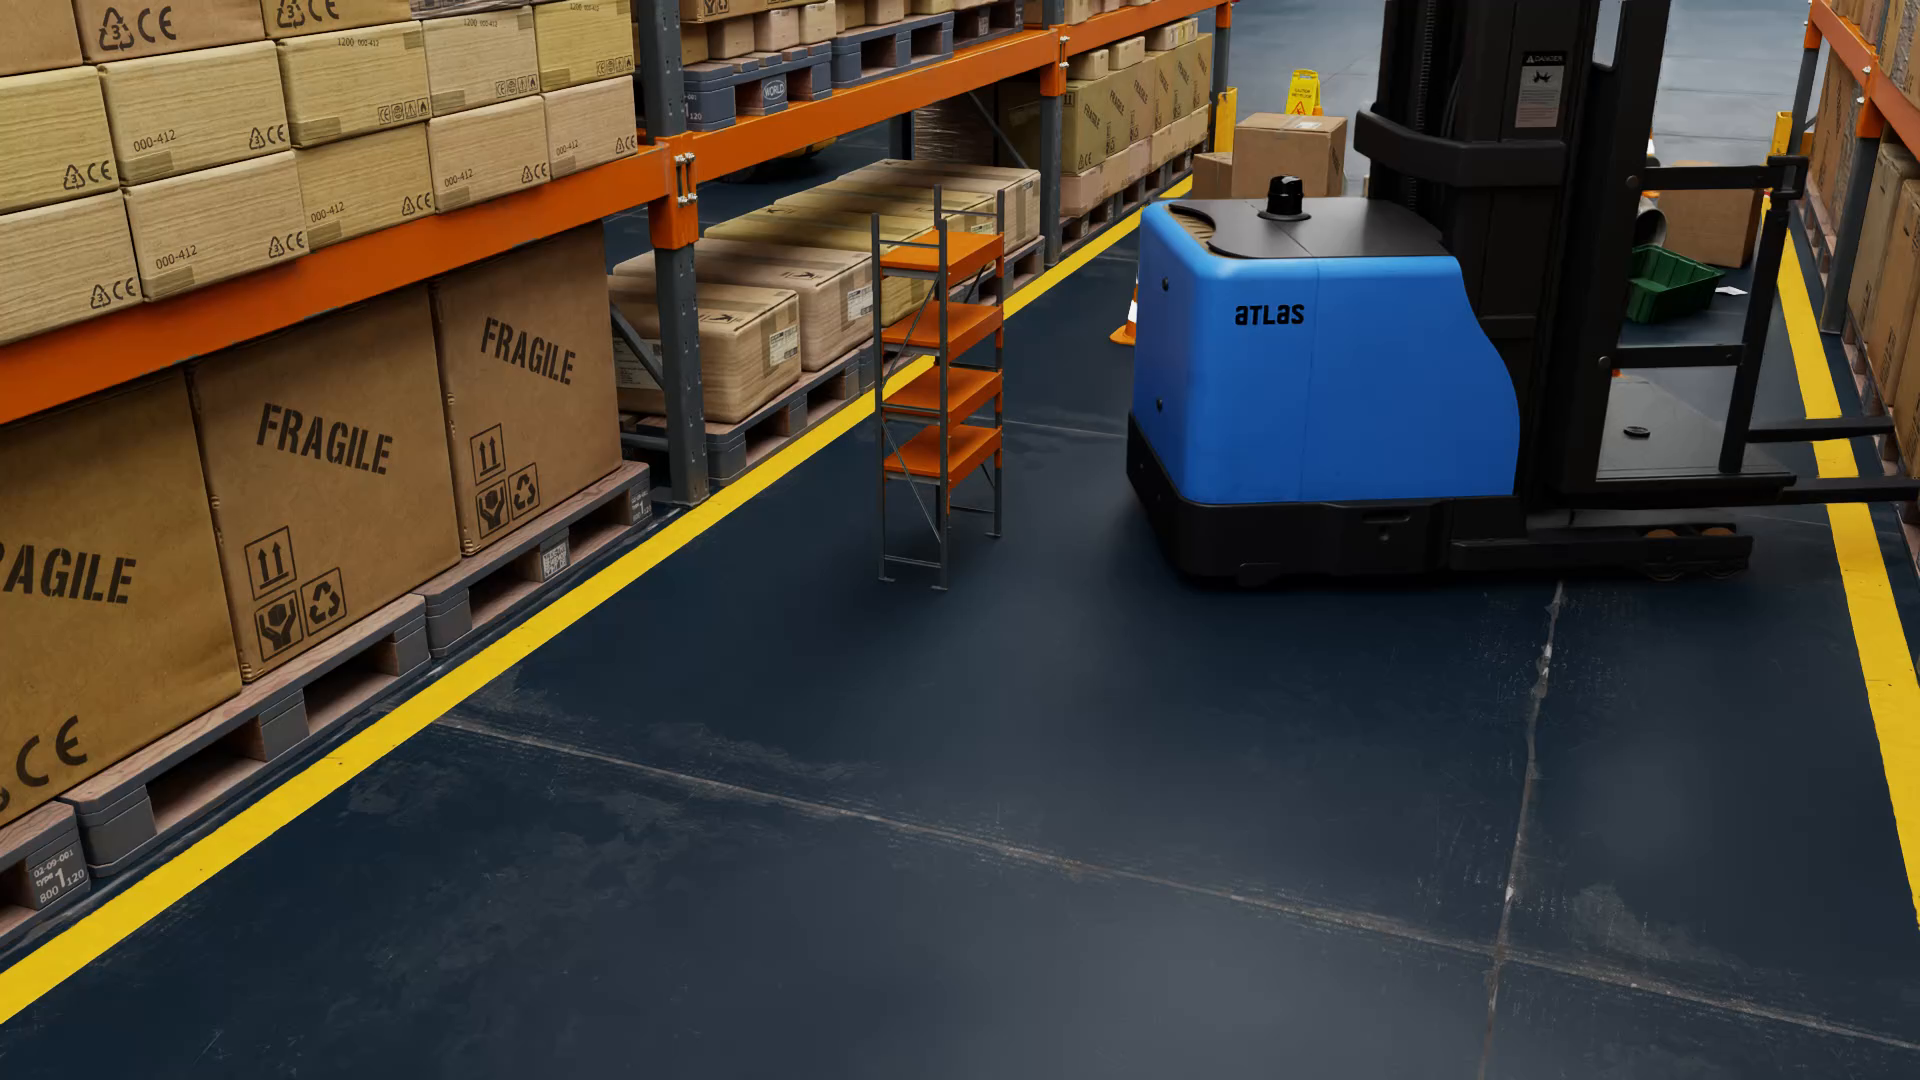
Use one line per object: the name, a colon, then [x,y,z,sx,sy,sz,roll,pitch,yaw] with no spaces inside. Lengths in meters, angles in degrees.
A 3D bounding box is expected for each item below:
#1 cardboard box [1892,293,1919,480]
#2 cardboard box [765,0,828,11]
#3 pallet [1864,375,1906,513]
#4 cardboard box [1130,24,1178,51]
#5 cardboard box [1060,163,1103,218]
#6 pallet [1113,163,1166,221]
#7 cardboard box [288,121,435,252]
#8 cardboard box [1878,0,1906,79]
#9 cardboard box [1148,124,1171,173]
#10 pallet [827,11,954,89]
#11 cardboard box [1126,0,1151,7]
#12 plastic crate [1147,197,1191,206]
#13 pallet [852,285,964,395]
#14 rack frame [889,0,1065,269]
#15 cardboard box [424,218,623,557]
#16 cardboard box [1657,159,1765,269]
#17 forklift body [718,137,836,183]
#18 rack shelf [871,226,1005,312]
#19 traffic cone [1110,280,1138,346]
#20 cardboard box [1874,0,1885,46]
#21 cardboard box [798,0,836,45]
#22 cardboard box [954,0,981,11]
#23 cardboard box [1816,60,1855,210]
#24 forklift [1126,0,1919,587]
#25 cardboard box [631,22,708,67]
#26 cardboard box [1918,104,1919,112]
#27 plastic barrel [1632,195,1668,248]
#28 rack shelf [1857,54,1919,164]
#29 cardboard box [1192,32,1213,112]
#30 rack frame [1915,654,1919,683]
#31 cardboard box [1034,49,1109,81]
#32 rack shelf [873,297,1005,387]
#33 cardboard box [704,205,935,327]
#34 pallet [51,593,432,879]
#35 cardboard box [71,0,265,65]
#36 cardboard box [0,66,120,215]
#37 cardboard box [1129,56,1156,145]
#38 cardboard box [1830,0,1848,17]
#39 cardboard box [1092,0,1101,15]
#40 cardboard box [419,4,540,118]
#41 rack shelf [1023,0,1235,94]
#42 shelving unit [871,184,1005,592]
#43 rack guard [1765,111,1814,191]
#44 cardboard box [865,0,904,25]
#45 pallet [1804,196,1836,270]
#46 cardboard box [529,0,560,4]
cardboard box: [3.859,-0.588,5.641,1.050,0.750,0.750,9,24,21]
cardboard box: [-0.837,-2.279,6.255,0.500,0.500,0.500,10,25,23]
pallet: [4.045,-0.334,6.276,1.003,0.211,1.213,9,24,20]
cardboard box: [1.241,-3.371,11.138,0.380,0.149,0.250,10,25,22]
cardboard box: [0.550,-2.116,9.946,0.500,0.250,0.500,8,24,18]
pallet: [0.748,-2.415,11.258,1.003,0.211,1.213,9,24,20]
cardboard box: [-1.730,-0.937,4.295,0.500,0.250,0.500,9,24,20]
cardboard box: [4.268,-2.242,7.096,0.500,0.500,0.500,9,24,21]
cardboard box: [1.126,-2.675,11.284,0.500,0.250,0.500,8,24,18]
pallet: [-0.708,-2.213,7.404,1.003,0.211,1.213,9,24,20]
cardboard box: [0.979,-3.426,10.385,0.380,0.149,0.250,9,24,20]
plastic crate: [1.425,-2.115,10.711,0.402,0.080,0.583,1,23,2]
pallet: [-0.659,-1.015,7.905,1.003,0.211,1.213,9,24,20]
rack frame: [0.080,-3.018,9.084,1.000,3.000,0.127,9,24,20]
cardboard box: [-1.739,-0.565,5.422,0.875,0.875,0.875,9,24,20]
cardboard box: [4.337,-1.896,9.637,0.500,0.500,0.500,13,26,29]
forklift body: [-2.055,-3.828,12.123,2.313,2.155,1.214,9,24,20]
rack shelf: [-0.061,-0.857,5.225,0.258,0.148,0.480,9,24,20]
traffic cone: [0.919,-1.203,8.031,0.336,0.463,0.334,9,24,20]
cardboard box: [4.839,-2.549,7.765,0.875,0.550,0.550,9,24,20]
cardboard box: [-0.710,-2.038,6.517,0.380,0.149,0.250,9,24,20]
cardboard box: [-0.123,-2.592,7.844,0.380,0.149,0.250,9,24,20]
cardboard box: [5.684,-2.423,9.871,0.875,0.875,0.875,8,24,19]
forklift: [2.162,-1.420,5.346,3.031,2.935,1.130,-2,23,-5]
cardboard box: [-1.112,-1.754,5.839,0.380,0.149,0.250,7,24,17]
cardboard box: [3.705,-1.701,5.801,0.500,0.500,0.500,9,24,21]
plastic barrel: [3.711,-1.783,9.468,0.421,0.421,0.512,-12,25,-26]
rack shelf: [3.971,-1.298,5.899,1.077,0.370,4.000,9,24,20]
cardboard box: [1.510,-3.397,12.040,0.500,0.500,0.500,9,24,20]
rack frame: [3.228,-0.914,4.047,1.000,3.000,0.127,9,24,20]
cardboard box: [0.652,-2.797,9.763,0.380,0.149,0.250,9,24,21]
rack shelf: [-0.061,-0.639,5.317,0.258,0.148,0.480,9,24,20]
cardboard box: [-0.633,-1.305,7.846,0.950,0.372,0.625,10,25,22]
pallet: [-2.223,0.406,4.503,1.003,0.211,1.213,9,24,20]
cardboard box: [-1.923,-1.330,3.616,0.500,0.500,0.500,8,24,19]
cardboard box: [-2.087,-0.801,3.323,0.500,0.250,0.500,9,24,21]
cardboard box: [0.932,-2.840,10.708,0.500,0.500,0.500,10,25,23]
cardboard box: [5.595,-3.325,9.623,0.875,0.550,0.550,9,24,20]
cardboard box: [0.611,-3.166,9.765,0.380,0.149,0.250,9,24,20]
cardboard box: [-1.537,-1.355,4.647,0.500,0.250,0.500,8,24,19]
rack shelf: [0.823,-3.402,10.936,1.077,0.370,4.000,9,24,20]
shelving unit: [-0.061,-0.494,5.377,0.258,1.200,0.503,9,24,20]
rack guard: [6.208,-2.632,11.403,1.175,0.500,0.348,9,24,20]
cardboard box: [-0.467,-2.326,7.207,0.380,0.149,0.250,10,25,22]
pallet: [5.520,-1.758,9.685,1.003,0.211,1.213,9,24,20]
cardboard box: [-1.355,-1.872,4.913,0.500,0.500,0.500,8,24,19]
